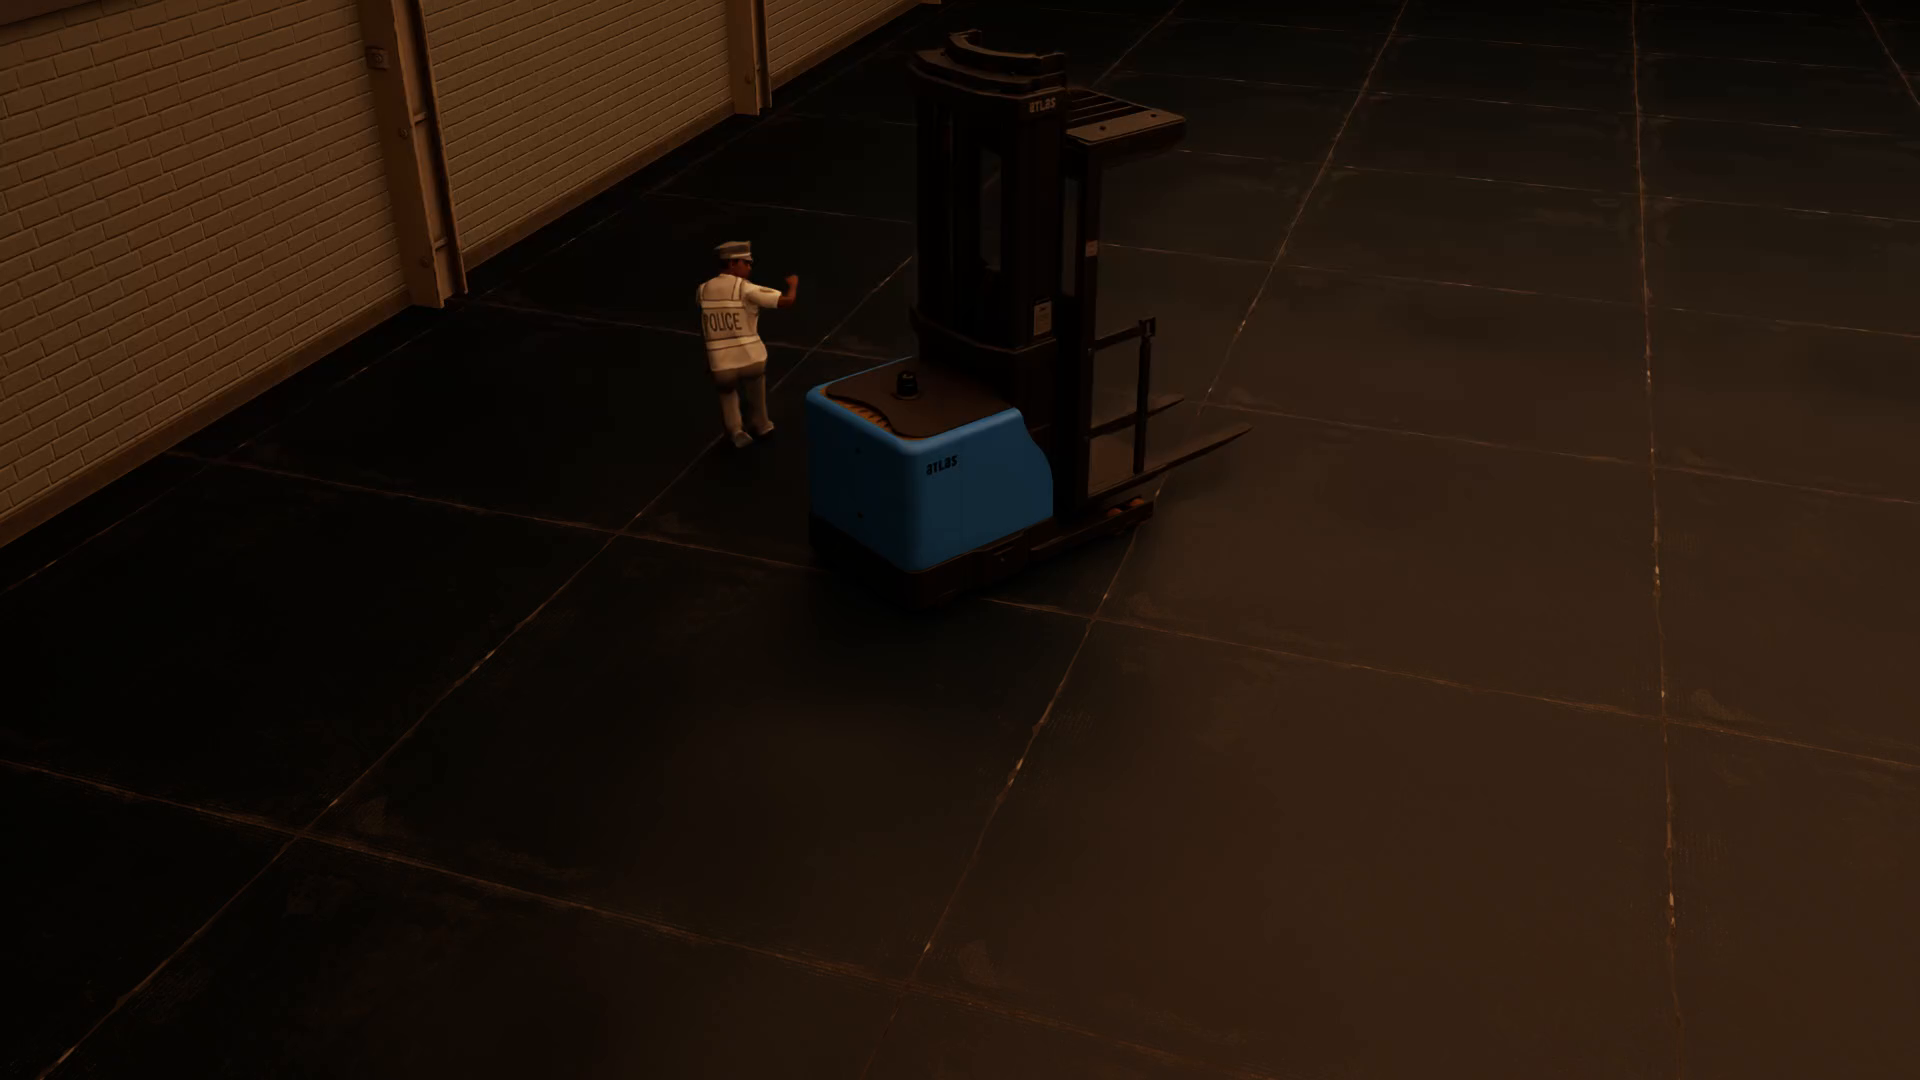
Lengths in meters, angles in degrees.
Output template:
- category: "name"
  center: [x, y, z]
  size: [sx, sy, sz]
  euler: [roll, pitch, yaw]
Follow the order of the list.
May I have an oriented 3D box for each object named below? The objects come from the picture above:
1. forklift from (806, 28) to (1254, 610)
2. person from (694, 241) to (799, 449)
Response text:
- category: "forklift"
  center: [0.564, -1.479, 9.731]
  size: [3.031, 2.935, 1.130]
  euler: [-22, 37, -34]
- category: "person"
  center: [-1.402, -1.344, 11.061]
  size: [0.690, 1.396, 0.972]
  euler: [-1, 30, -1]
